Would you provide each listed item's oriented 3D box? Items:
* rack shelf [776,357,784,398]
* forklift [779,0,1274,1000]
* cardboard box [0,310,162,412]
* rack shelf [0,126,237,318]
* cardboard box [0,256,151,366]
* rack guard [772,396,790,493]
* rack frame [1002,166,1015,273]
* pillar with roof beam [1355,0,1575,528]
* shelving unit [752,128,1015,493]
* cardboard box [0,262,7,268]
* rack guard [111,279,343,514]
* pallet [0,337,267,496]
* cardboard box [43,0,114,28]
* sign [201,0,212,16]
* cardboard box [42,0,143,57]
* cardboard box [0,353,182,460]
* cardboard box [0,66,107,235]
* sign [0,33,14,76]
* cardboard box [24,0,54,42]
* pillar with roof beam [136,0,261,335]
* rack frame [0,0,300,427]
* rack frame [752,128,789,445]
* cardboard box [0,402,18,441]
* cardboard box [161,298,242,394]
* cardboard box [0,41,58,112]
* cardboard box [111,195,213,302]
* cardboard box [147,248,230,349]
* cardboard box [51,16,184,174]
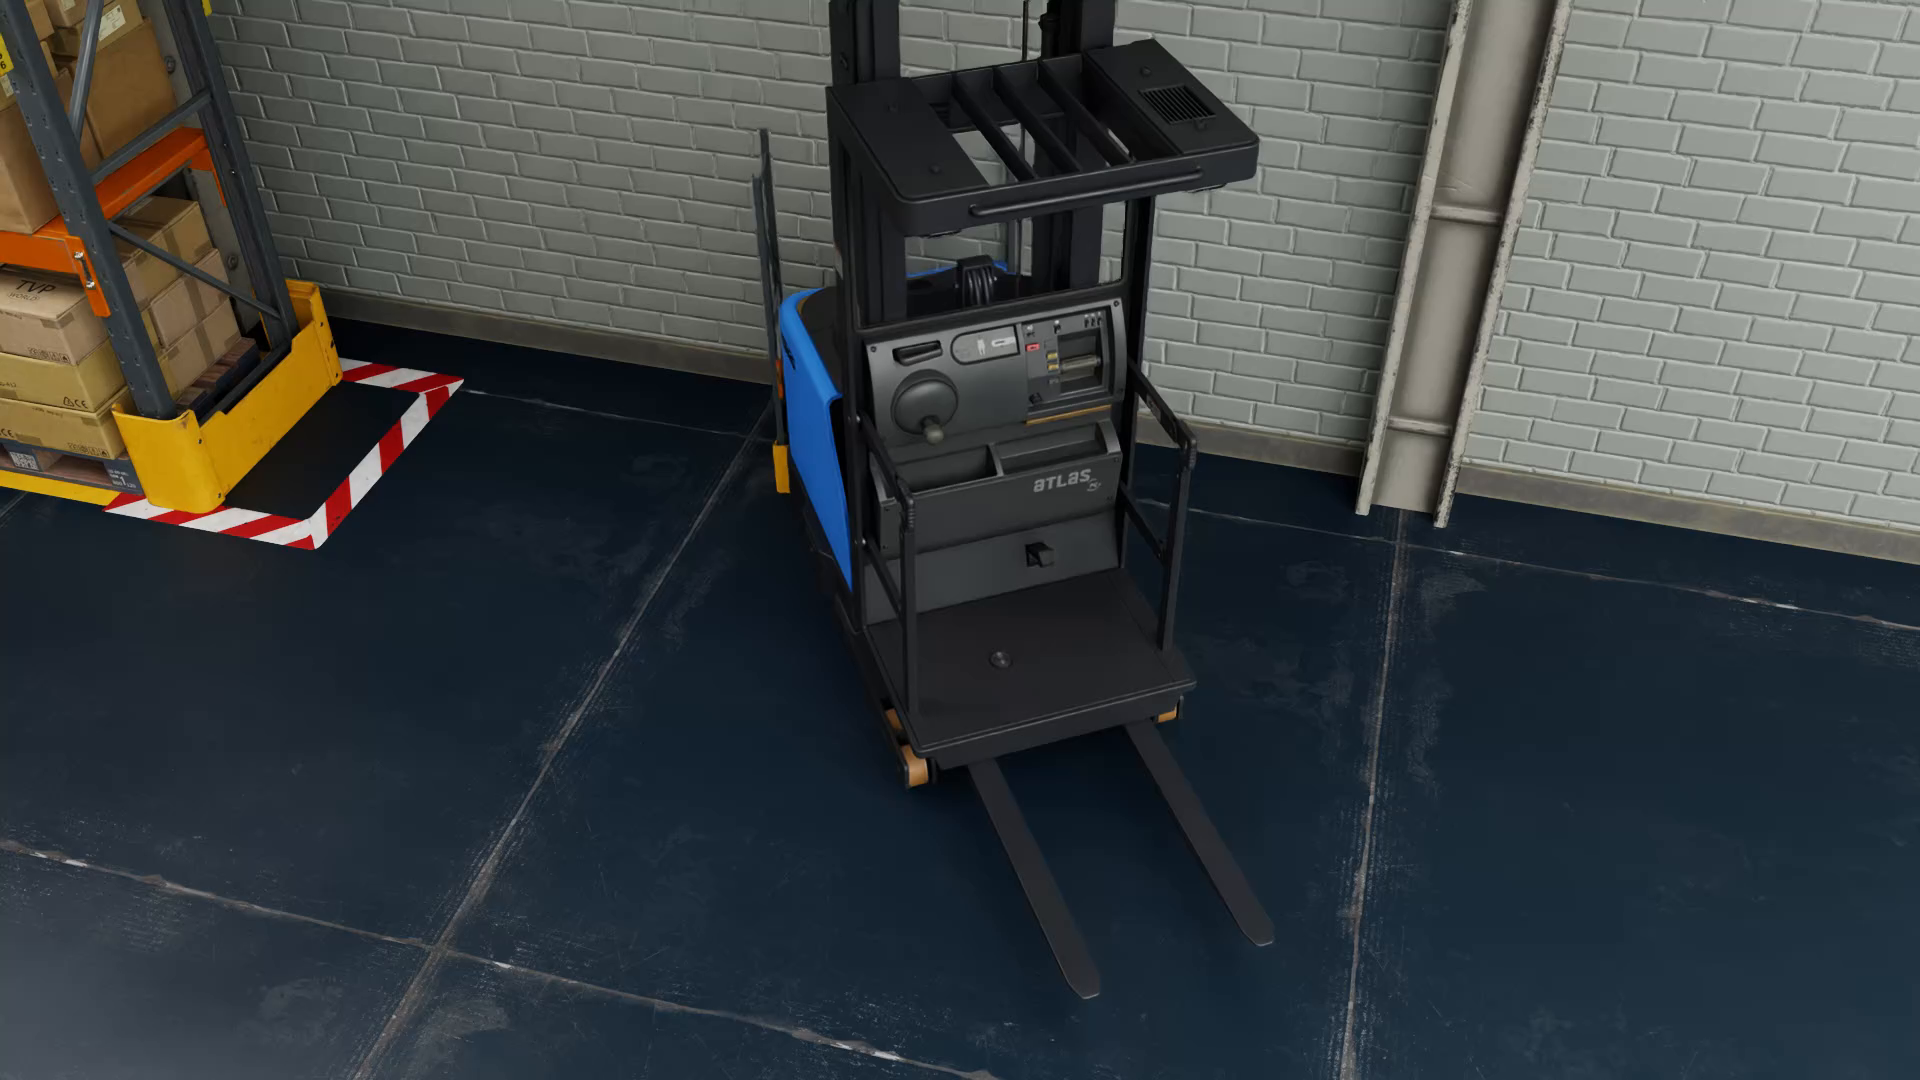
[{"bbox_3d":[-0.295,-0.861,7.377,1.000,0.185,0.538,-2,37,-1],"label":"rack shelf"},{"bbox_3d":[0.206,-0.507,5.575,1.130,2.935,3.031,-12,42,-14],"label":"forklift"},{"bbox_3d":[-3.922,-0.837,7.337,0.500,0.250,0.500,9,41,11],"label":"cardboard box"},{"bbox_3d":[-5.303,-1.708,7.511,4.000,0.370,1.077,10,41,11],"label":"rack shelf"},{"bbox_3d":[-3.896,-1.025,7.172,0.500,0.250,0.500,11,41,13],"label":"cardboard box"},{"bbox_3d":[-0.794,-0.488,7.637,0.087,0.250,0.587,-2,37,-1],"label":"rack guard"},{"bbox_3d":[0.209,-1.021,7.277,0.032,1.500,0.500,-2,37,-1],"label":"rack frame"},{"bbox_3d":[0.873,-0.952,1.387,0.400,9.000,9.100,10,41,11],"label":"pillar with roof beam"},{"bbox_3d":[-0.308,-1.005,7.270,1.083,1.500,0.587,-2,37,-1],"label":"shelving unit"},{"bbox_3d":[-4.391,-1.106,7.268,0.500,0.250,0.500,10,41,12],"label":"cardboard box"},{"bbox_3d":[-3.348,-0.690,7.683,0.348,0.500,1.175,10,41,11],"label":"rack guard"},{"bbox_3d":[-4.121,-0.685,7.901,1.213,0.211,1.003,10,41,11],"label":"pallet"},{"bbox_3d":[-3.640,-2.240,6.772,0.250,0.149,0.380,9,41,11],"label":"cardboard box"},{"bbox_3d":[-3.222,-2.357,6.989,0.005,0.325,0.100,10,41,11],"label":"sign"},{"bbox_3d":[-3.632,-2.155,6.902,0.250,0.149,0.380,9,41,10],"label":"cardboard box"},{"bbox_3d":[-3.907,-0.641,7.492,0.500,0.250,0.500,10,41,12],"label":"cardboard box"},{"bbox_3d":[-3.914,-1.608,6.755,0.500,0.500,0.500,9,41,10],"label":"cardboard box"},{"bbox_3d":[-3.525,-1.850,6.036,0.005,0.325,0.100,10,41,11],"label":"sign"},{"bbox_3d":[-3.771,-1.980,6.462,0.250,0.149,0.380,10,41,12],"label":"cardboard box"},{"bbox_3d":[-4.923,-1.950,2.574,0.400,9.000,9.100,10,41,11],"label":"pillar with roof beam"},{"bbox_3d":[-3.371,-1.651,6.884,0.127,3.000,1.000,10,41,11],"label":"rack frame"},{"bbox_3d":[-0.807,-0.988,7.263,0.032,1.500,0.500,-2,37,-1],"label":"rack frame"},{"bbox_3d":[-4.384,-0.729,7.598,0.500,0.250,0.500,10,41,11],"label":"cardboard box"},{"bbox_3d":[-3.795,-0.962,7.875,0.500,0.250,0.500,10,41,12],"label":"cardboard box"},{"bbox_3d":[-3.778,-1.821,6.504,0.250,0.149,0.380,10,41,12],"label":"cardboard box"},{"bbox_3d":[-3.786,-1.339,7.546,0.500,0.250,0.500,9,41,11],"label":"cardboard box"},{"bbox_3d":[-3.771,-1.158,7.719,0.500,0.250,0.500,10,41,12],"label":"cardboard box"},{"bbox_3d":[-3.778,-1.944,7.155,0.500,0.500,0.500,11,41,13],"label":"cardboard box"}]
